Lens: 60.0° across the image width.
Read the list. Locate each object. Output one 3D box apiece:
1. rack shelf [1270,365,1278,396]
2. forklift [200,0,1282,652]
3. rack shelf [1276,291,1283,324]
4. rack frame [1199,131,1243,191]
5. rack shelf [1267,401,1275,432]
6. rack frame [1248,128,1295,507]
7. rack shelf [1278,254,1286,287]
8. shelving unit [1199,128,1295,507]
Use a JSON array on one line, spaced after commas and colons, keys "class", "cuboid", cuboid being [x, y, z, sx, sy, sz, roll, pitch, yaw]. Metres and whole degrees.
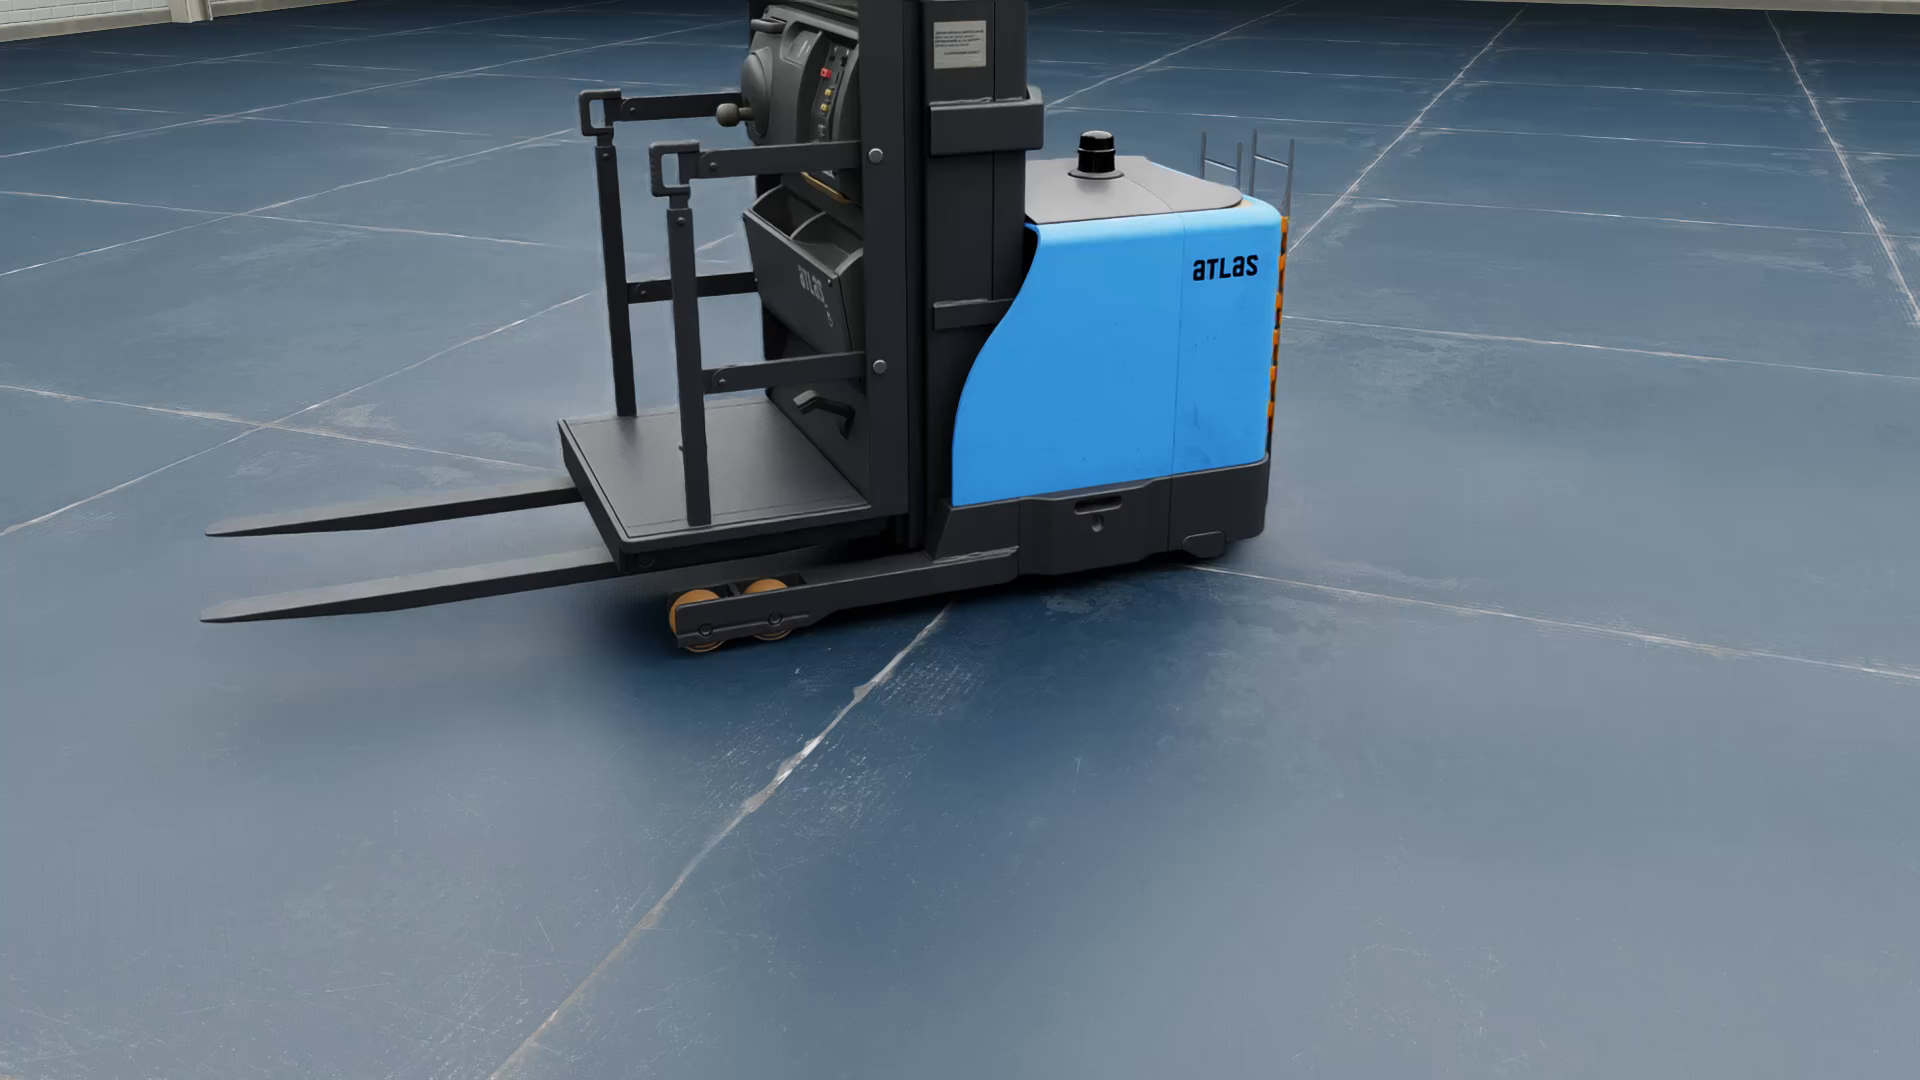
[{"class": "rack shelf", "cuboid": [0.888, -0.543, 5.419, 0.180, 0.103, 0.258, -9, 24, -20]}, {"class": "forklift", "cuboid": [-0.628, -1.237, 4.523, 3.031, 2.843, 1.129, -9, 24, -20]}, {"class": "rack shelf", "cuboid": [0.888, -0.764, 5.326, 0.180, 0.103, 0.258, -9, 24, -20]}, {"class": "rack frame", "cuboid": [0.803, -0.681, 5.324, 0.006, 1.200, 0.240, -9, 24, -20]}, {"class": "rack shelf", "cuboid": [0.888, -0.432, 5.465, 0.180, 0.103, 0.258, -9, 24, -20]}, {"class": "rack frame", "cuboid": [0.973, -0.707, 5.386, 0.006, 1.200, 0.240, -9, 24, -20]}, {"class": "rack shelf", "cuboid": [0.888, -0.875, 5.280, 0.180, 0.103, 0.258, -9, 24, -20]}, {"class": "shelving unit", "cuboid": [0.888, -0.694, 5.355, 0.189, 1.200, 0.258, -9, 24, -20]}]
